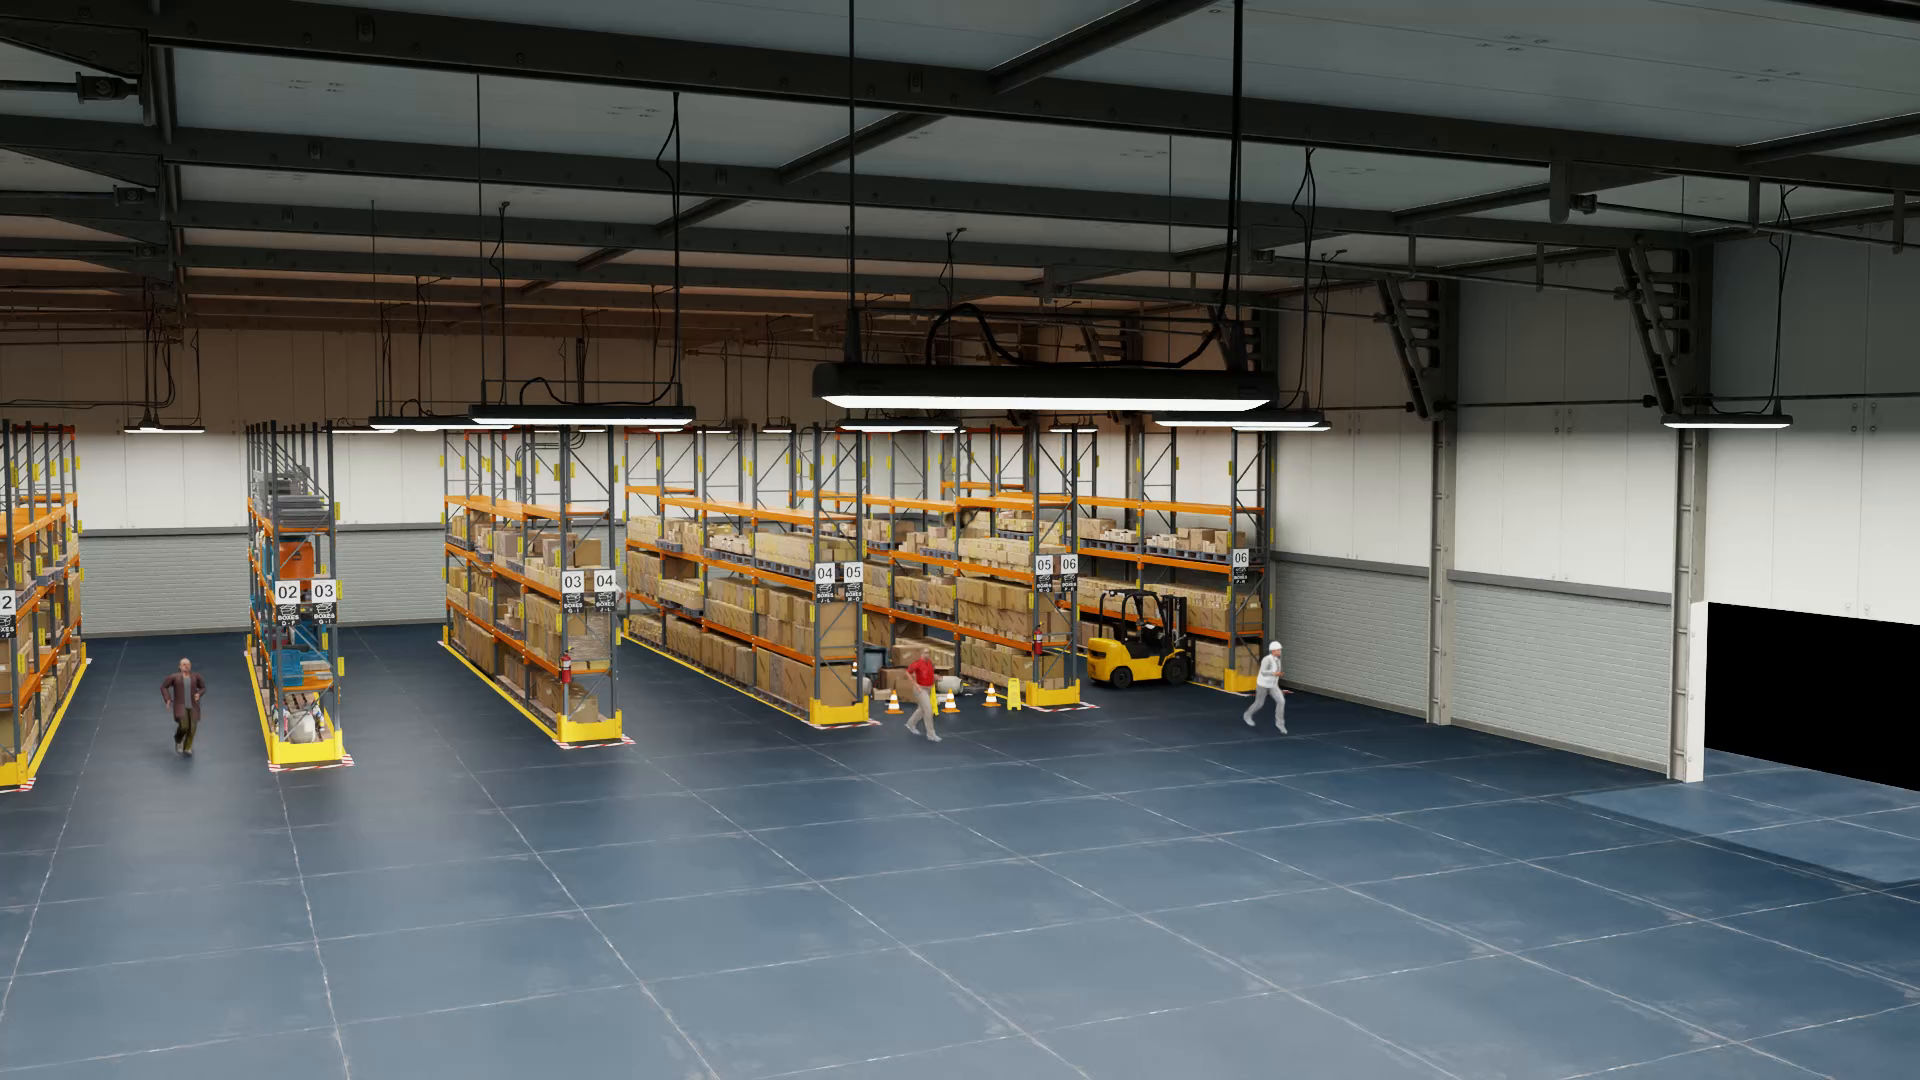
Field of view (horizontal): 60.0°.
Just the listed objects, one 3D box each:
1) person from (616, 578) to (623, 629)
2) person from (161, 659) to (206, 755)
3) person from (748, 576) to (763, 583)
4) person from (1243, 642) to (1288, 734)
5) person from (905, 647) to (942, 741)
[{"bbox_3d":[-10.124,1.874,48.520,0.663,1.695,0.659,-2,4,-27],"label":"person"},{"bbox_3d":[-13.795,2.988,29.656,0.704,1.734,0.653,-3,5,-40],"label":"person"},{"bbox_3d":[-6.277,1.691,50.363,0.956,1.719,0.651,-2,4,-26],"label":"person"},{"bbox_3d":[5.919,2.841,32.243,0.657,1.787,1.013,-3,5,-40],"label":"person"},{"bbox_3d":[-0.712,2.899,31.450,0.859,1.771,0.670,2,4,26],"label":"person"}]
